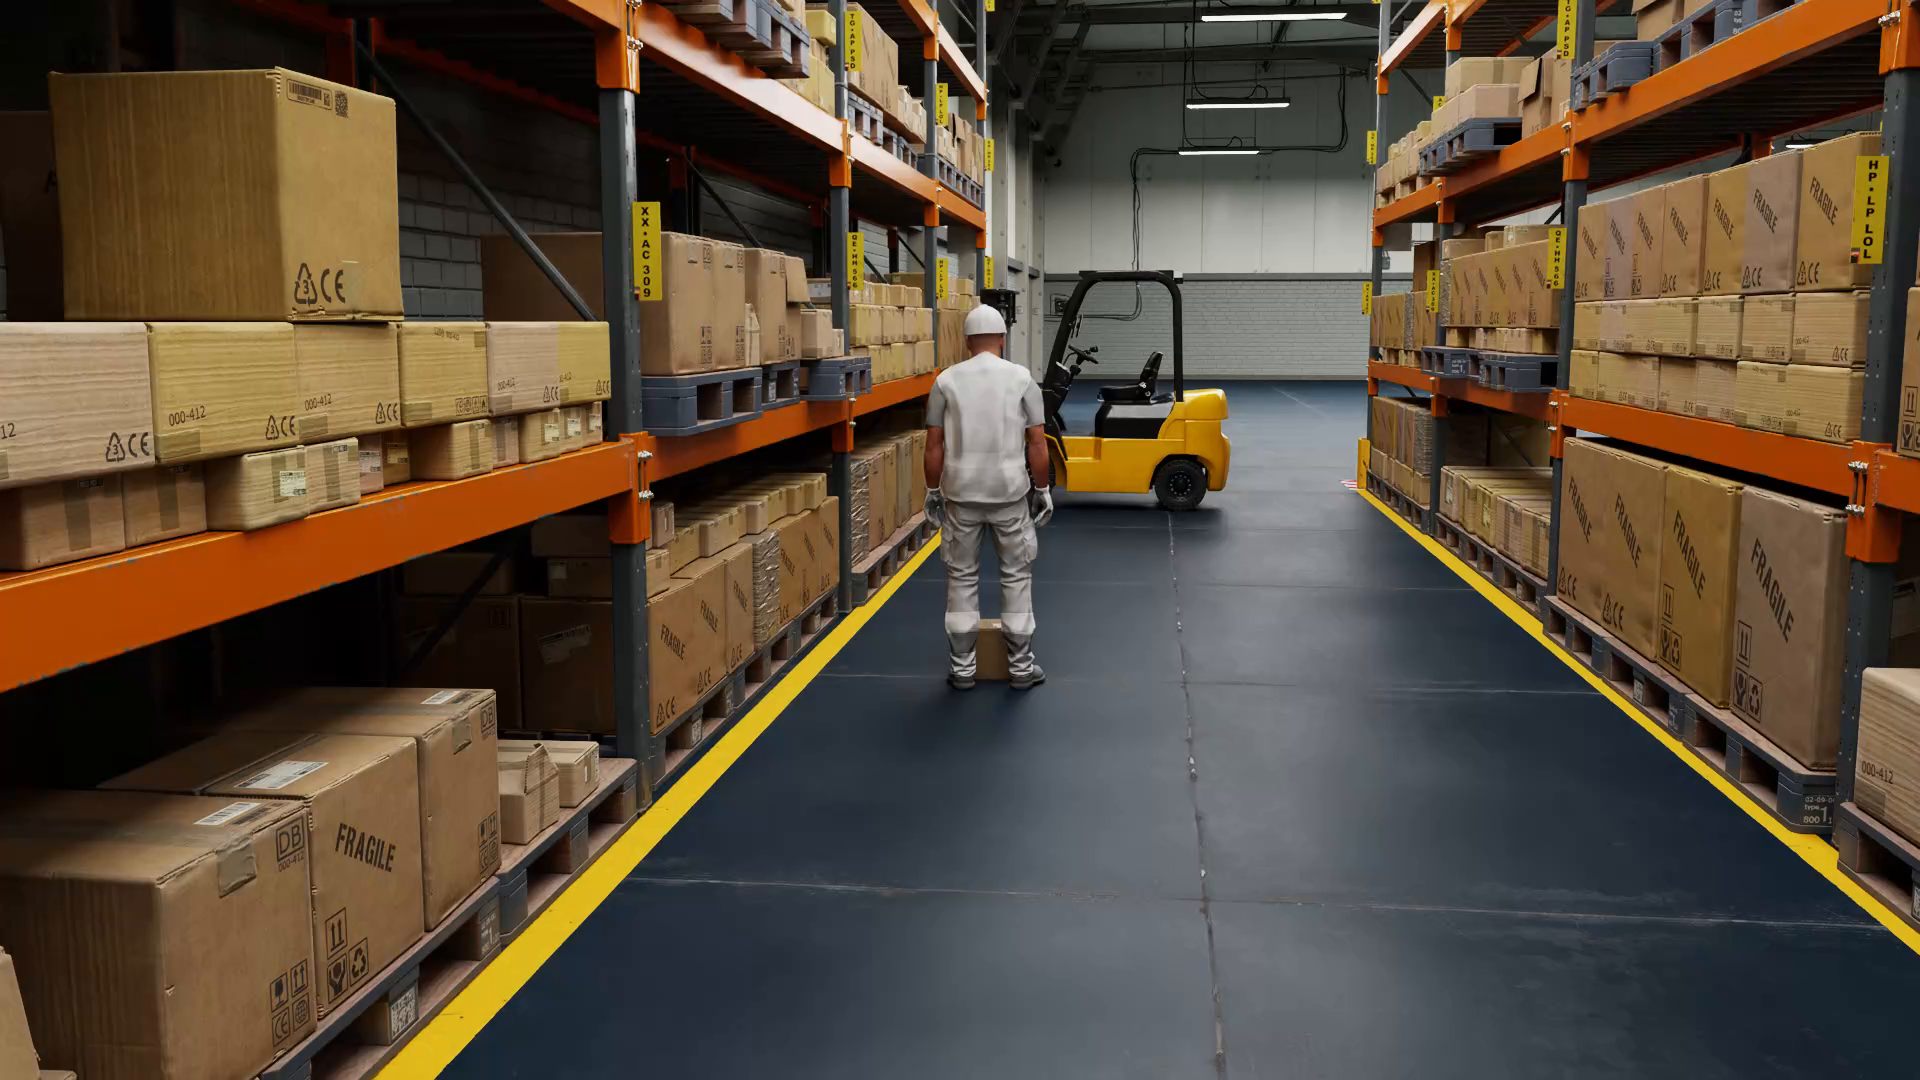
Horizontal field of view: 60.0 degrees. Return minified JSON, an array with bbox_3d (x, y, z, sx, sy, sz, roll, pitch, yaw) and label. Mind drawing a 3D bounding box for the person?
[{"bbox_3d":[0.129,-0.198,7.735,0.609,1.779,0.449,1,8,5],"label":"person"}]
